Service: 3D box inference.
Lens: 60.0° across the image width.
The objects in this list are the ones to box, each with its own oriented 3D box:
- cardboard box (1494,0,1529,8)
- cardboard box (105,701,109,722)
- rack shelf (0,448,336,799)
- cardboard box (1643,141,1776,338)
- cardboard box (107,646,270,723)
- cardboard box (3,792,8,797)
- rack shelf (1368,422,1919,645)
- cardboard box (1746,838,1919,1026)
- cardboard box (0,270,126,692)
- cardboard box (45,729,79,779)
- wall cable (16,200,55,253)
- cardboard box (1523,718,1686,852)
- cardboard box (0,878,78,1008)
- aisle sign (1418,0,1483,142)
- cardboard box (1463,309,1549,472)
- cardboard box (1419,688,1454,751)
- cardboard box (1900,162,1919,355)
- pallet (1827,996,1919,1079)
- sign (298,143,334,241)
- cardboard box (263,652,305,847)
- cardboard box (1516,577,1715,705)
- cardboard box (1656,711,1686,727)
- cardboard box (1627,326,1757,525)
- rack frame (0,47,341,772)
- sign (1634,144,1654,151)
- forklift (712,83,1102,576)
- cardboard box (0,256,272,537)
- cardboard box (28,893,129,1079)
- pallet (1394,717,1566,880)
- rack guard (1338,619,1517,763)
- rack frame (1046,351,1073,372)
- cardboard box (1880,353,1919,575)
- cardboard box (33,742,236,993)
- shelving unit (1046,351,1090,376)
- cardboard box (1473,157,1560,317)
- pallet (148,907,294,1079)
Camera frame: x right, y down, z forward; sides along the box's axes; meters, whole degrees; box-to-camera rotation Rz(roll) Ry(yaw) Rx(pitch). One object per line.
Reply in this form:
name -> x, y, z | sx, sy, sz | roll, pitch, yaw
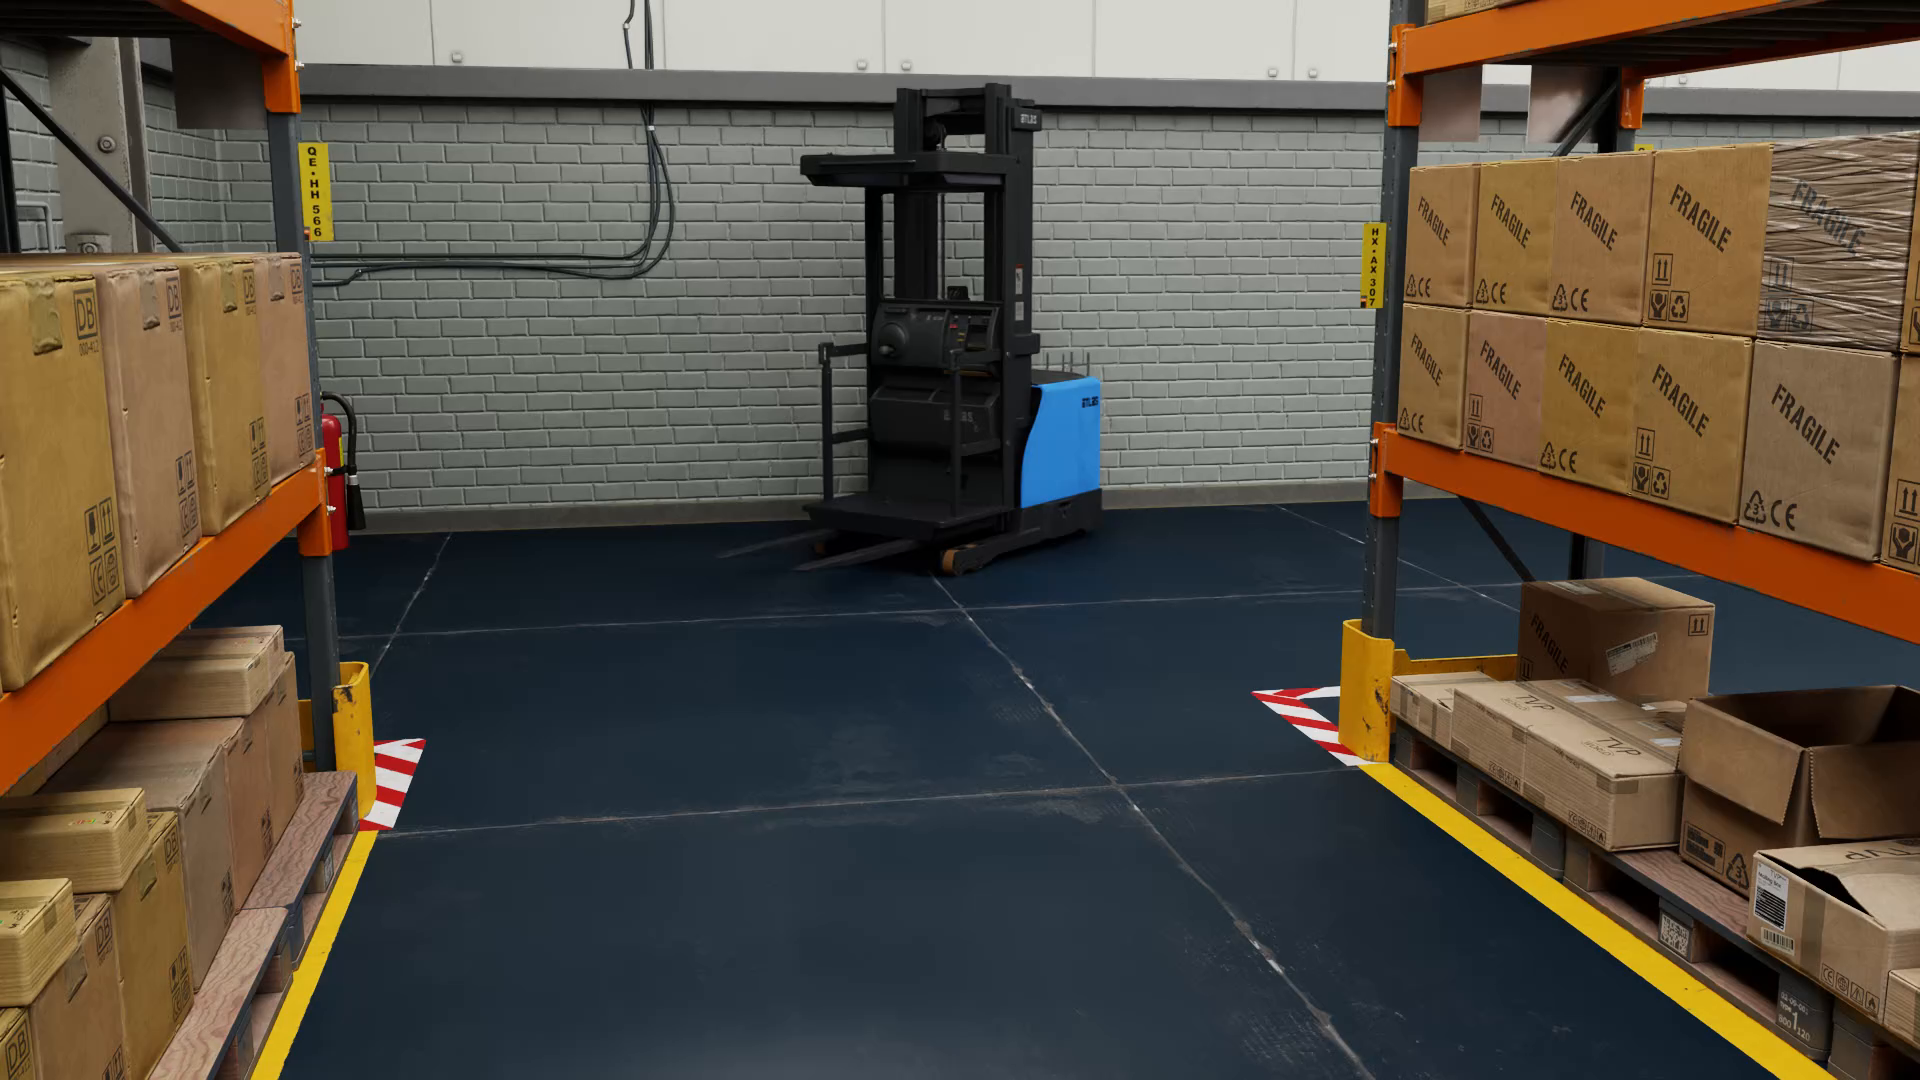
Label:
cardboard box -> 2.072, -1.862, 5.335 | 0.500, 0.250, 0.500 | -2, 11, -11
cardboard box -> -2.609, 0.428, 4.752 | 0.380, 0.149, 0.250 | -2, 11, -11
rack shelf -> -2.333, 0.243, 3.819 | 1.077, 0.370, 4.000 | -2, 11, -11
cardboard box -> 2.266, -0.826, 4.573 | 0.500, 0.500, 0.500 | -2, 11, -12
cardboard box -> -2.233, 0.415, 4.822 | 0.380, 0.149, 0.250 | -2, 11, -9
cardboard box -> -2.411, 0.614, 3.774 | 0.380, 0.149, 0.250 | -2, 11, -12
rack shelf -> 2.526, 0.063, 4.769 | 1.077, 0.370, 4.000 | -2, 11, -11
cardboard box -> 2.380, 0.949, 4.202 | 0.500, 0.311, 0.500 | -2, 11, -11
cardboard box -> -2.170, -0.125, 3.027 | 0.980, 0.700, 0.700 | -2, 11, -12
cardboard box -> -2.510, 0.521, 4.265 | 0.380, 0.149, 0.250 | -2, 11, -10
wall cable -> -3.899, -1.176, 6.637 | 0.084, 1.984, 1.851 | -2, 11, -11
cardboard box -> 2.159, 0.771, 5.303 | 0.500, 0.250, 0.500 | -2, 11, -11
cardboard box -> -1.876, 0.750, 3.063 | 0.380, 0.149, 0.250 | -2, 11, -9
aisle sign -> 1.835, -1.936, 6.396 | 0.394, 0.787, 0.004 | -2, 11, -11
cardboard box -> 2.070, -0.521, 5.646 | 0.500, 0.500, 0.500 | -2, 11, -12
cardboard box -> 1.930, 0.653, 6.143 | 0.380, 0.166, 0.250 | -2, 11, -11
cardboard box -> 2.460, -0.641, 3.603 | 0.500, 0.500, 0.500 | -2, 11, -12
pallet -> 2.782, 1.320, 3.697 | 1.003, 0.211, 1.213 | -2, 11, -11
sign -> -2.187, -1.179, 5.639 | 0.100, 0.325, 0.005 | -2, 11, -11
cardboard box -> -2.487, 0.670, 5.218 | 0.700, 0.500, 0.500 | -2, 11, -11
cardboard box -> 2.484, 0.445, 6.345 | 0.500, 0.500, 0.500 | -2, 11, -11
cardboard box -> 2.639, 0.743, 5.447 | 0.500, 0.250, 0.500 | -2, 11, -11
cardboard box -> 2.260, -0.337, 4.679 | 0.500, 0.500, 0.500 | -2, 11, -10
rack frame -> -2.722, -0.477, 5.679 | 1.000, 3.000, 0.127 | -2, 11, -11
sign -> 2.685, -1.398, 6.578 | 0.100, 0.325, 0.005 | -2, 11, -11
forklift -> -0.281, -1.321, 10.300 | 1.130, 2.935, 3.031 | 7, 13, 34
cardboard box -> -2.460, -0.398, 4.462 | 0.980, 0.700, 0.700 | -2, 11, -11
cardboard box -> -2.083, 1.045, 3.244 | 0.700, 0.500, 0.500 | -2, 11, -12
pallet -> 2.307, 0.873, 6.048 | 1.003, 0.211, 1.213 | -2, 11, -11
rack guard -> 2.151, 0.584, 6.789 | 1.175, 0.500, 0.348 | -2, 11, -11
rack frame -> 0.710, -0.734, 11.838 | 0.240, 1.200, 0.006 | -8, 13, -34
cardboard box -> 2.464, -0.150, 3.694 | 0.500, 0.500, 0.500 | -2, 11, -9
cardboard box -> -2.292, 0.854, 4.251 | 0.700, 0.500, 0.500 | -2, 11, -13
shelving unit -> 0.763, -0.721, 11.765 | 0.258, 1.200, 0.189 | -8, 13, -34
cardboard box -> 2.073, -1.011, 5.546 | 0.500, 0.500, 0.500 | -2, 11, -10
pallet -> -2.256, 1.260, 4.011 | 1.003, 0.211, 1.213 | -2, 11, -11
